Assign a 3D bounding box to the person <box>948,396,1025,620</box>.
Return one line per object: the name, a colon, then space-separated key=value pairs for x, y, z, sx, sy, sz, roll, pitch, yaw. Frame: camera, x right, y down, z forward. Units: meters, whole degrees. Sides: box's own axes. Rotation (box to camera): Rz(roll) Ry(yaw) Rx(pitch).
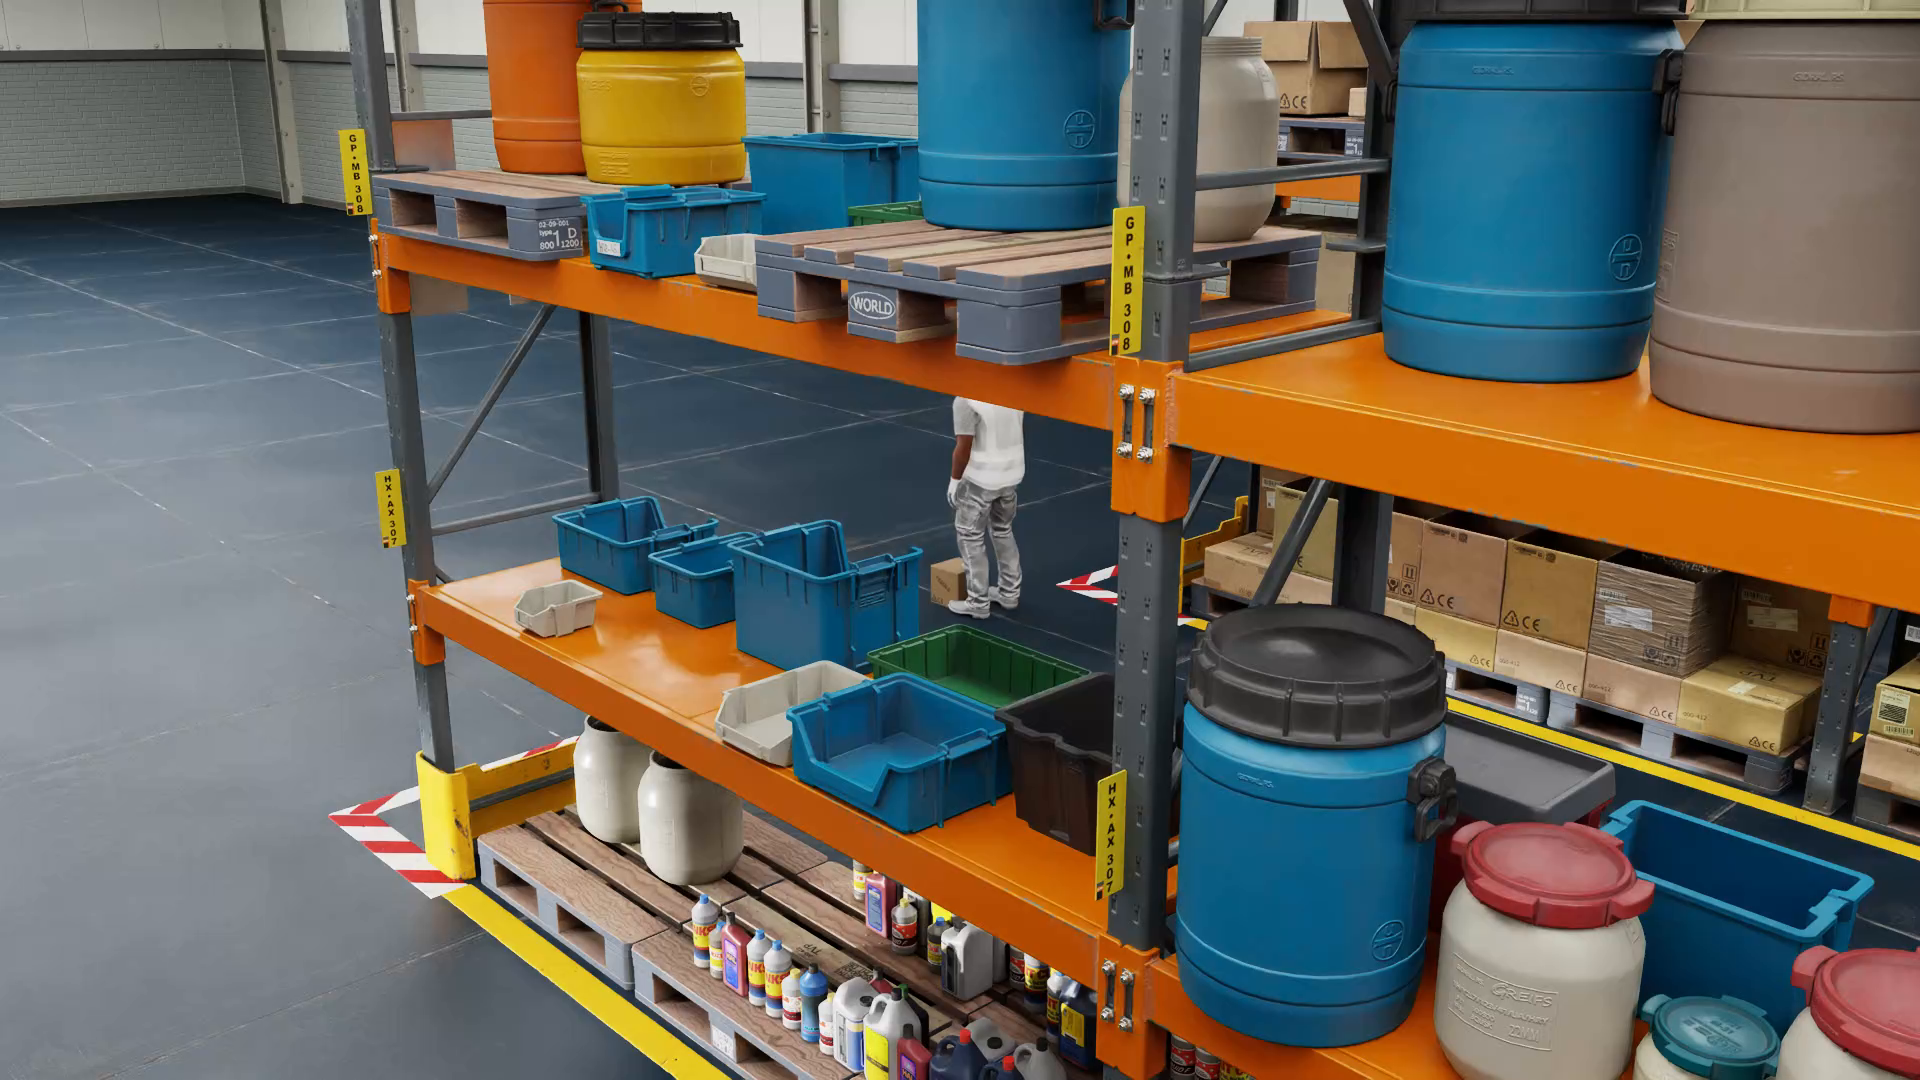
person: x=0.154 y=-0.398 z=10.321 sx=0.452 sy=1.772 sz=0.617 roll=16 pitch=23 yaw=41
